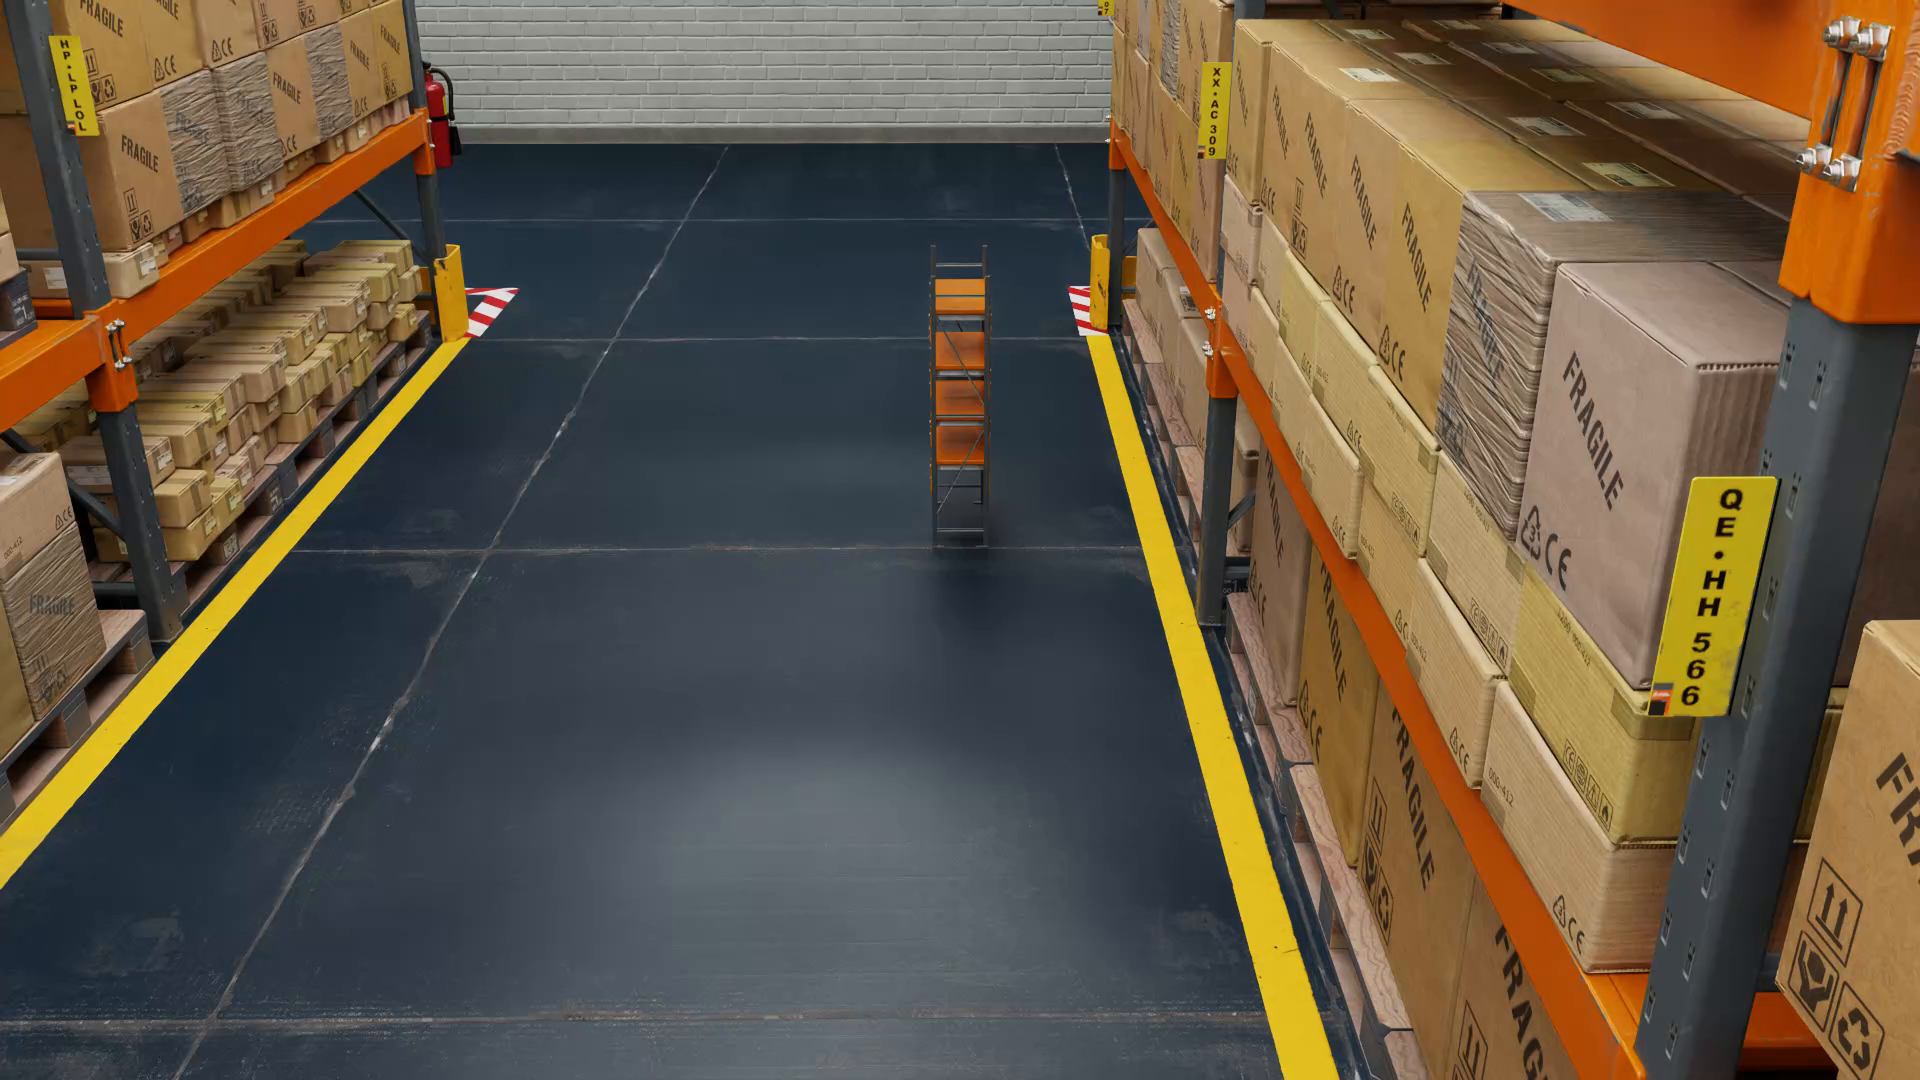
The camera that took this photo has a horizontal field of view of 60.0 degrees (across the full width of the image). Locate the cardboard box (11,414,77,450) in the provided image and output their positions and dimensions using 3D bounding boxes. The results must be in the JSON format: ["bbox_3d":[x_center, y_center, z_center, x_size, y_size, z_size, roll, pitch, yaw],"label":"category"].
[{"bbox_3d":[-3.824,-0.400,6.723,0.380,0.149,0.250,0,24,0],"label":"cardboard box"}]

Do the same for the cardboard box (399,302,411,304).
[{"bbox_3d":[-3.346,-1.311,9.459,0.380,0.149,0.250,0,24,0],"label":"cardboard box"}]

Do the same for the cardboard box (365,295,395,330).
[{"bbox_3d":[-3.262,-1.232,8.924,0.380,0.149,0.250,-1,24,-3],"label":"cardboard box"}]

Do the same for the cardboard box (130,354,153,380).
[{"bbox_3d":[-3.854,-0.721,7.433,0.380,0.149,0.250,-1,24,-3],"label":"cardboard box"}]

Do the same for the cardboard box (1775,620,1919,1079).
[{"bbox_3d":[1.249,0.412,1.707,0.500,0.500,0.500,-1,24,-2],"label":"cardboard box"}]

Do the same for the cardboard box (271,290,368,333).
[{"bbox_3d":[-3.228,-1.154,8.389,0.380,0.149,0.250,1,24,1],"label":"cardboard box"}]

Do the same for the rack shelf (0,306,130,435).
[{"bbox_3d":[-3.495,0.165,4.117,1.077,0.370,4.000,0,24,-1],"label":"rack shelf"}]

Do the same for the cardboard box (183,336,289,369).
[{"bbox_3d":[-3.342,-0.835,7.684,0.380,0.149,0.250,-1,24,-3],"label":"cardboard box"}]

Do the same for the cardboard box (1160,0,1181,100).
[{"bbox_3d":[1.138,-2.164,7.059,0.500,0.500,0.500,0,24,0],"label":"cardboard box"}]

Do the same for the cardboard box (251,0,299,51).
[{"bbox_3d":[-3.278,-2.443,7.316,0.500,0.500,0.500,-1,24,-2],"label":"cardboard box"}]

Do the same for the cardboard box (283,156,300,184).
[{"bbox_3d":[-3.329,-1.747,7.777,0.380,0.149,0.250,0,24,0],"label":"cardboard box"}]

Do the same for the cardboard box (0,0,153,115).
[{"bbox_3d":[-3.278,-1.810,5.917,0.500,0.500,0.500,0,24,1],"label":"cardboard box"}]

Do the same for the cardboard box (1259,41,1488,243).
[{"bbox_3d":[1.182,-1.159,4.839,0.500,0.500,0.500,0,24,-1],"label":"cardboard box"}]

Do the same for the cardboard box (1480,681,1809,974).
[{"bbox_3d":[1.210,0.459,2.777,0.500,0.250,0.500,-1,24,-2],"label":"cardboard box"}]

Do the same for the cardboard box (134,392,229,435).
[{"bbox_3d":[-3.309,-0.511,6.967,0.380,0.149,0.250,-1,24,-1],"label":"cardboard box"}]

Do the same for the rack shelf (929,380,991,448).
[{"bbox_3d":[-0.002,-0.554,7.181,0.258,0.148,0.480,0,24,-1],"label":"rack shelf"}]

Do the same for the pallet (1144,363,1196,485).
[{"bbox_3d":[1.485,-0.597,8.315,1.003,0.211,1.213,0,24,-1],"label":"pallet"}]

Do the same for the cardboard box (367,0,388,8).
[{"bbox_3d":[-3.307,-3.084,8.733,0.500,0.500,0.500,-1,24,-2],"label":"cardboard box"}]

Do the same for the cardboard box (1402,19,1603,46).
[{"bbox_3d":[1.688,-1.369,5.301,0.500,0.500,0.500,1,24,1],"label":"cardboard box"}]

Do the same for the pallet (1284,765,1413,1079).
[{"bbox_3d":[1.532,1.042,4.690,1.003,0.211,1.213,0,24,-1],"label":"pallet"}]

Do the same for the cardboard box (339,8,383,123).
[{"bbox_3d":[-3.298,-2.420,8.477,0.500,0.500,0.500,-1,24,-1],"label":"cardboard box"}]

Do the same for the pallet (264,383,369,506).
[{"bbox_3d":[-3.576,-0.497,8.092,1.003,0.211,1.213,0,24,-1],"label":"pallet"}]

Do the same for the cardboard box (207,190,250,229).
[{"bbox_3d":[-3.260,-1.422,7.059,0.380,0.149,0.250,0,24,0],"label":"cardboard box"}]

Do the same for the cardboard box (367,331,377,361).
[{"bbox_3d":[-3.310,-0.995,8.759,0.380,0.149,0.250,0,24,0],"label":"cardboard box"}]

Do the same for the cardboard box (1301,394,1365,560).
[{"bbox_3d":[1.166,-0.169,4.166,0.500,0.250,0.500,-1,24,-1],"label":"cardboard box"}]

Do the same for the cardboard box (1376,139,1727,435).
[{"bbox_3d":[1.195,-0.531,3.450,0.500,0.500,0.500,0,24,-1],"label":"cardboard box"}]

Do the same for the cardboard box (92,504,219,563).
[{"bbox_3d":[-3.200,-0.030,6.627,0.380,0.149,0.250,-1,24,-3],"label":"cardboard box"}]

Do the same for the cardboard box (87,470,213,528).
[{"bbox_3d":[-3.201,-0.165,6.564,0.380,0.149,0.250,1,24,2],"label":"cardboard box"}]

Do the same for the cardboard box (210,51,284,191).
[{"bbox_3d":[-3.252,-1.784,7.073,0.500,0.500,0.500,-1,24,-2],"label":"cardboard box"}]

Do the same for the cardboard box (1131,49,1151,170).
[{"bbox_3d":[1.127,-2.127,8.192,0.500,0.500,0.500,0,24,-1],"label":"cardboard box"}]

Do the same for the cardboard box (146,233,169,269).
[{"bbox_3d":[-3.270,-1.096,6.339,0.380,0.149,0.250,0,24,1],"label":"cardboard box"}]

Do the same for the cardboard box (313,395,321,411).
[{"bbox_3d":[-3.334,-0.673,8.047,0.380,0.149,0.250,0,24,1],"label":"cardboard box"}]

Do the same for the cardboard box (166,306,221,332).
[{"bbox_3d":[-3.860,-1.039,8.134,0.380,0.149,0.250,0,24,0],"label":"cardboard box"}]

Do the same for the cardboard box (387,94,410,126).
[{"bbox_3d":[-3.274,-2.387,9.193,0.380,0.149,0.250,0,24,0],"label":"cardboard box"}]

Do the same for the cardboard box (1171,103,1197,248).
[{"bbox_3d":[1.160,-1.498,6.801,0.500,0.500,0.500,-1,24,-2],"label":"cardboard box"}]

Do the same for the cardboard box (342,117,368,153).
[{"bbox_3d":[-3.265,-2.076,8.506,0.380,0.149,0.250,0,24,1],"label":"cardboard box"}]

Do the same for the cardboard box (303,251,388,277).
[{"bbox_3d":[-3.356,-1.477,9.105,0.380,0.149,0.250,0,24,0],"label":"cardboard box"}]

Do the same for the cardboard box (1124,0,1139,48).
[{"bbox_3d":[1.121,-2.788,8.439,0.500,0.500,0.500,-1,24,-2],"label":"cardboard box"}]

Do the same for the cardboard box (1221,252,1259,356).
[{"bbox_3d":[1.172,-0.800,5.560,0.500,0.250,0.500,-1,24,-2],"label":"cardboard box"}]

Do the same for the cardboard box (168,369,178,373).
[{"bbox_3d":[-3.784,-0.684,7.711,0.380,0.149,0.250,-1,24,-3],"label":"cardboard box"}]

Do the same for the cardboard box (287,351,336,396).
[{"bbox_3d":[-3.229,-0.800,7.968,0.380,0.149,0.250,0,24,0],"label":"cardboard box"}]

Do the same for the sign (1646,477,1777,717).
[{"bbox_3d":[0.920,0.074,2.041,0.100,0.325,0.005,0,24,-1],"label":"sign"}]

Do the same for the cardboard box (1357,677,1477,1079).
[{"bbox_3d":[1.545,0.722,4.082,0.875,0.875,0.875,0,24,0],"label":"cardboard box"}]

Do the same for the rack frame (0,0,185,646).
[{"bbox_3d":[-3.517,-0.986,5.791,1.000,3.000,0.127,0,24,-1],"label":"rack frame"}]

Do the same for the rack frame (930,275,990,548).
[{"bbox_3d":[0.001,-0.514,6.931,0.240,1.200,0.015,0,24,-1],"label":"rack frame"}]

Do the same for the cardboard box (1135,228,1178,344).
[{"bbox_3d":[1.495,-1.451,9.418,0.875,0.438,0.875,-1,24,-2],"label":"cardboard box"}]

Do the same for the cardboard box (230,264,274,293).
[{"bbox_3d":[-3.897,-1.363,8.852,0.380,0.149,0.250,0,24,-1],"label":"cardboard box"}]

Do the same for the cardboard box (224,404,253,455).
[{"bbox_3d":[-3.332,-0.481,7.262,0.380,0.149,0.250,-1,24,-3],"label":"cardboard box"}]

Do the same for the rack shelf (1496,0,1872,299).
[{"bbox_3d":[1.453,-1.265,3.640,1.077,0.370,4.000,0,24,-1],"label":"rack shelf"}]

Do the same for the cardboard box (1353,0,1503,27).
[{"bbox_3d":[1.669,-1.749,6.142,0.500,0.500,0.500,0,24,0],"label":"cardboard box"}]

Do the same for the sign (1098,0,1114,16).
[{"bbox_3d":[0.833,-3.129,9.382,0.100,0.325,0.005,0,24,-1],"label":"sign"}]

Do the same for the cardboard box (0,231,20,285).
[{"bbox_3d":[-3.315,-0.901,5.397,0.380,0.149,0.250,-1,24,-2],"label":"cardboard box"}]

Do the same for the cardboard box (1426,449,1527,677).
[{"bbox_3d":[1.207,0.029,3.122,0.500,0.250,0.500,-1,24,-2],"label":"cardboard box"}]

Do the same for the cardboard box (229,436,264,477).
[{"bbox_3d":[-3.310,-0.347,7.326,0.380,0.149,0.250,-1,24,-2],"label":"cardboard box"}]

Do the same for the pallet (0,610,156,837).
[{"bbox_3d":[-3.507,0.605,5.656,1.003,0.211,1.213,0,24,-1],"label":"pallet"}]

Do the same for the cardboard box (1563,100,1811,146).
[{"bbox_3d":[1.707,-0.733,3.896,0.500,0.500,0.500,0,24,0],"label":"cardboard box"}]

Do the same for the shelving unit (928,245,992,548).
[{"bbox_3d":[-0.002,-0.615,7.154,0.258,1.200,0.503,0,24,-1],"label":"shelving unit"}]

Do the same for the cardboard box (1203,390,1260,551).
[{"bbox_3d":[1.532,-0.334,6.947,0.875,0.438,0.875,-1,24,-1],"label":"cardboard box"}]

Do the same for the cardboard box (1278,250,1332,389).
[{"bbox_3d":[1.167,-0.604,4.522,0.500,0.250,0.500,0,24,0],"label":"cardboard box"}]

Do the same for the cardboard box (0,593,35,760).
[{"bbox_3d":[-3.252,0.476,5.081,0.500,0.500,0.500,-1,24,-2],"label":"cardboard box"}]
